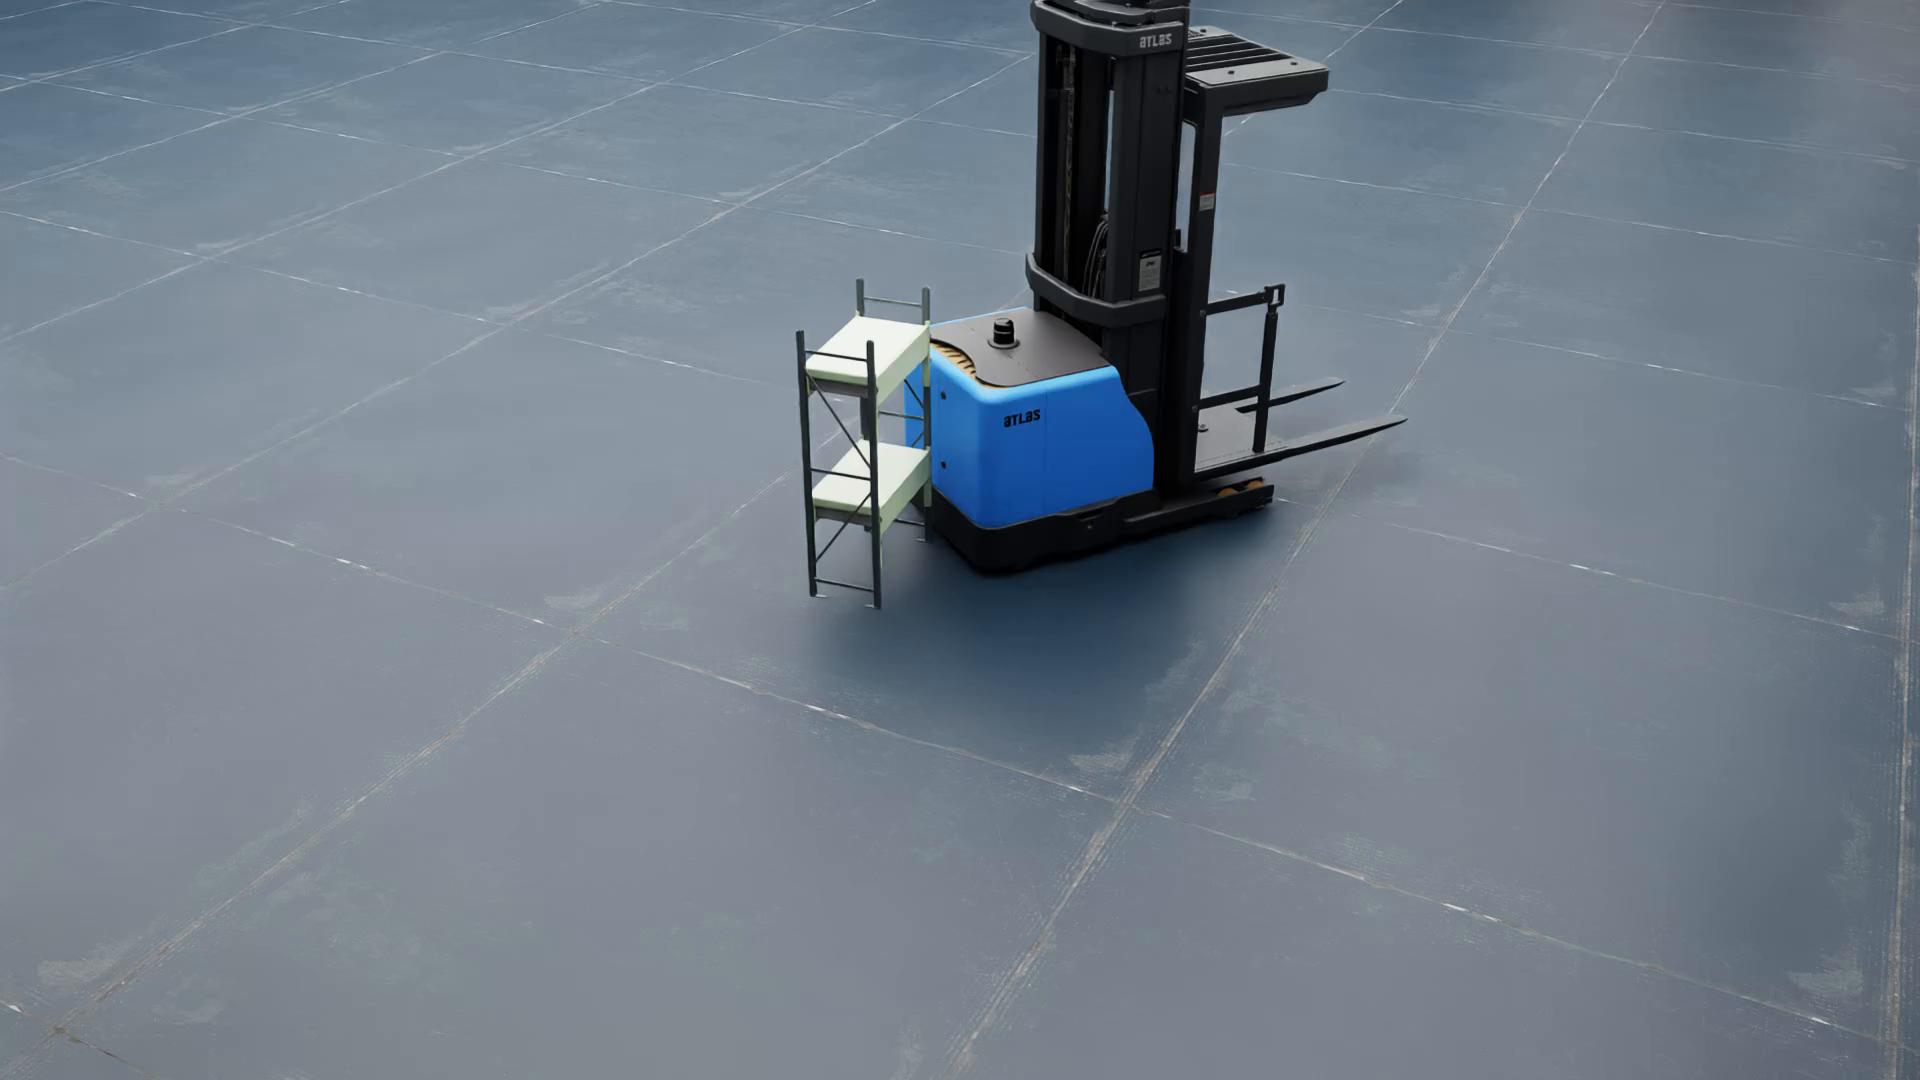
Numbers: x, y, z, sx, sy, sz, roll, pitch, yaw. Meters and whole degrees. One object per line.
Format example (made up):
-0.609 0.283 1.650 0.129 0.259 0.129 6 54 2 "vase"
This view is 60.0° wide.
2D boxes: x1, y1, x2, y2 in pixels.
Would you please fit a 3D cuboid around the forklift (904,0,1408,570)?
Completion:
1.223 -1.616 9.121 3.031 2.935 1.130 -14 33 -24 "forklift"

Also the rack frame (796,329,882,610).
-0.598 -0.325 8.309 0.400 1.500 0.023 10 31 17 "rack frame"

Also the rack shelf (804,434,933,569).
-0.472 -0.213 8.770 0.431 0.370 0.720 10 31 17 "rack shelf"

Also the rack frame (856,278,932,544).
-0.346 -0.667 8.905 0.400 1.500 0.023 10 31 17 "rack frame"

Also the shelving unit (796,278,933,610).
-0.472 -0.496 8.607 0.431 1.500 0.755 10 31 17 "shelving unit"

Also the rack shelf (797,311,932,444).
-0.472 -0.834 8.413 0.431 0.370 0.720 10 31 17 "rack shelf"
